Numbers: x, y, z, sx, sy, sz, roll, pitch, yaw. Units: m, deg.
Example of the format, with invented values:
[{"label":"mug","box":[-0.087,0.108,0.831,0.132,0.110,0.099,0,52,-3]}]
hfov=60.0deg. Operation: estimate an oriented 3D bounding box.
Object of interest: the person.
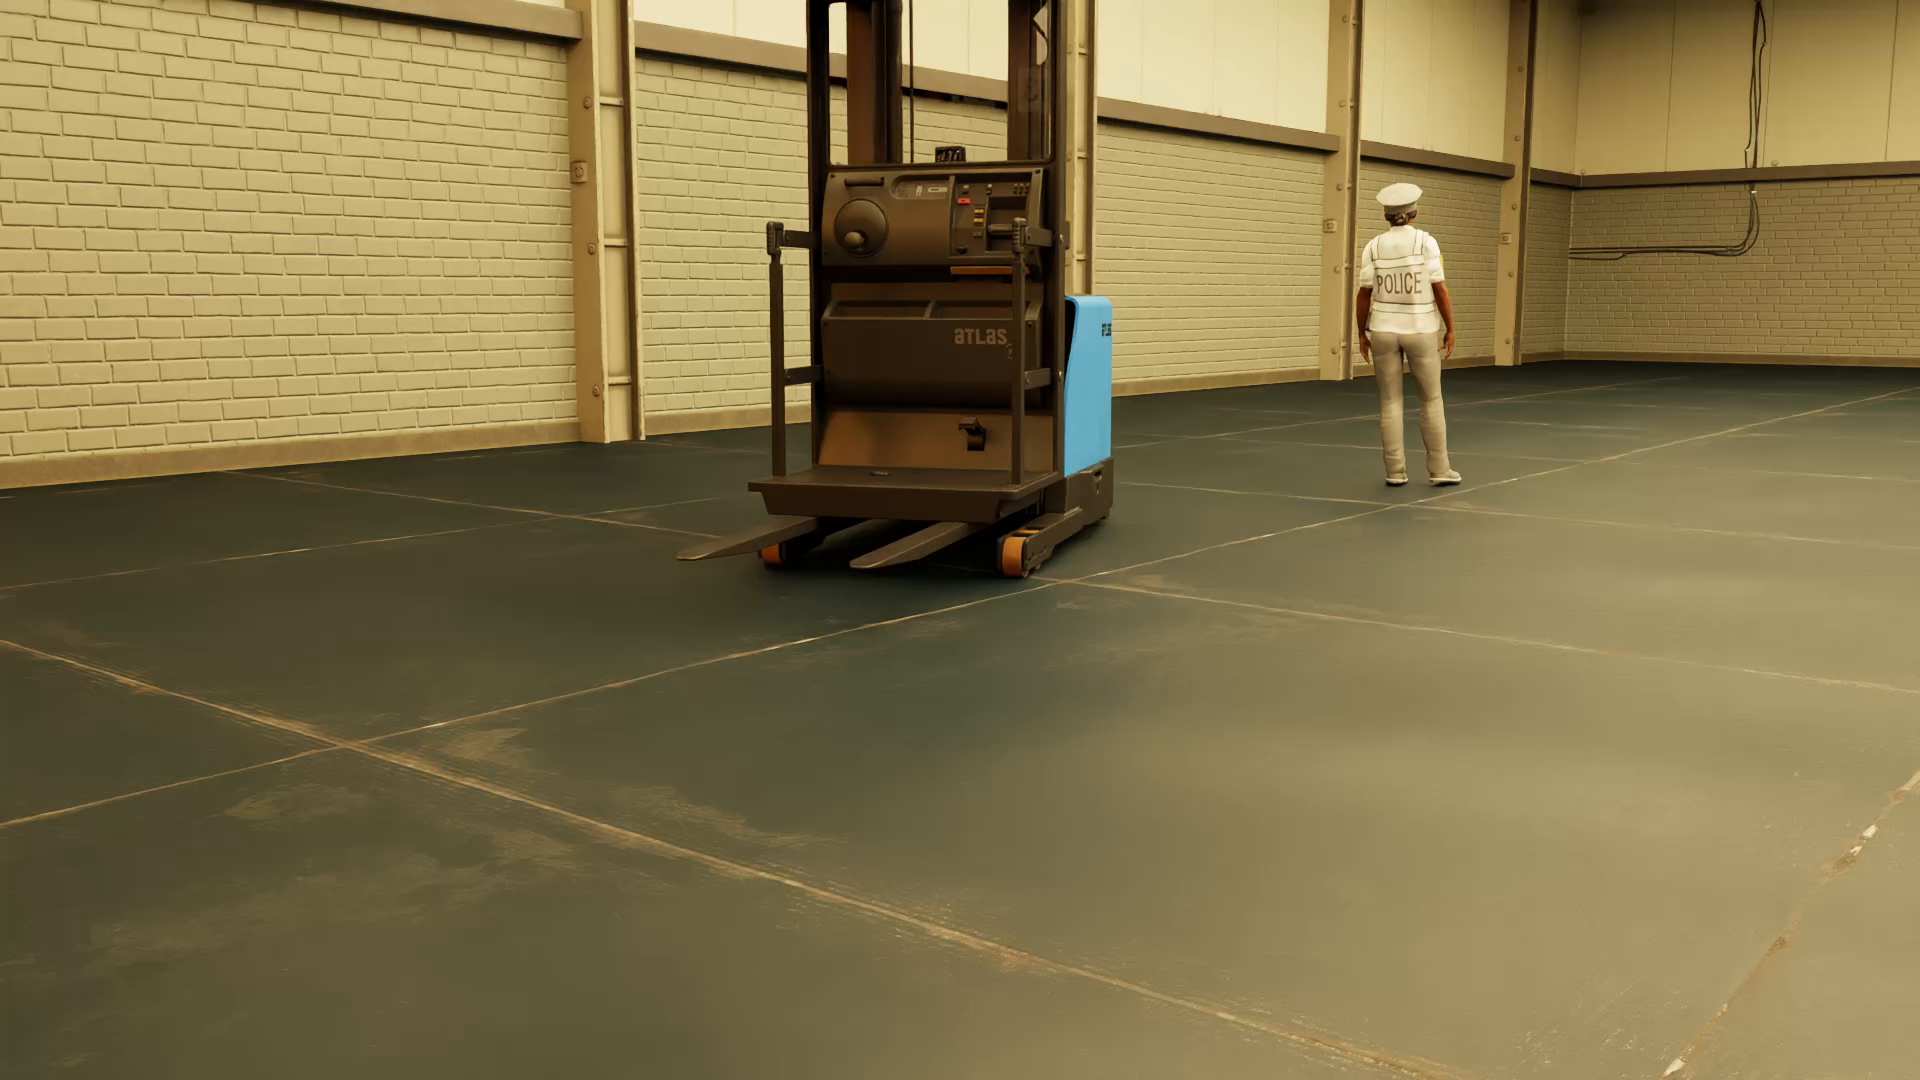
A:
[{"label":"person","box":[2.556,-1.165,9.459,0.570,1.698,0.528,4,9,27]}]

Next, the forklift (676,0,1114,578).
[{"label":"forklift","box":[-0.176,-1.366,6.616,1.130,2.935,3.031,3,9,17]}]
